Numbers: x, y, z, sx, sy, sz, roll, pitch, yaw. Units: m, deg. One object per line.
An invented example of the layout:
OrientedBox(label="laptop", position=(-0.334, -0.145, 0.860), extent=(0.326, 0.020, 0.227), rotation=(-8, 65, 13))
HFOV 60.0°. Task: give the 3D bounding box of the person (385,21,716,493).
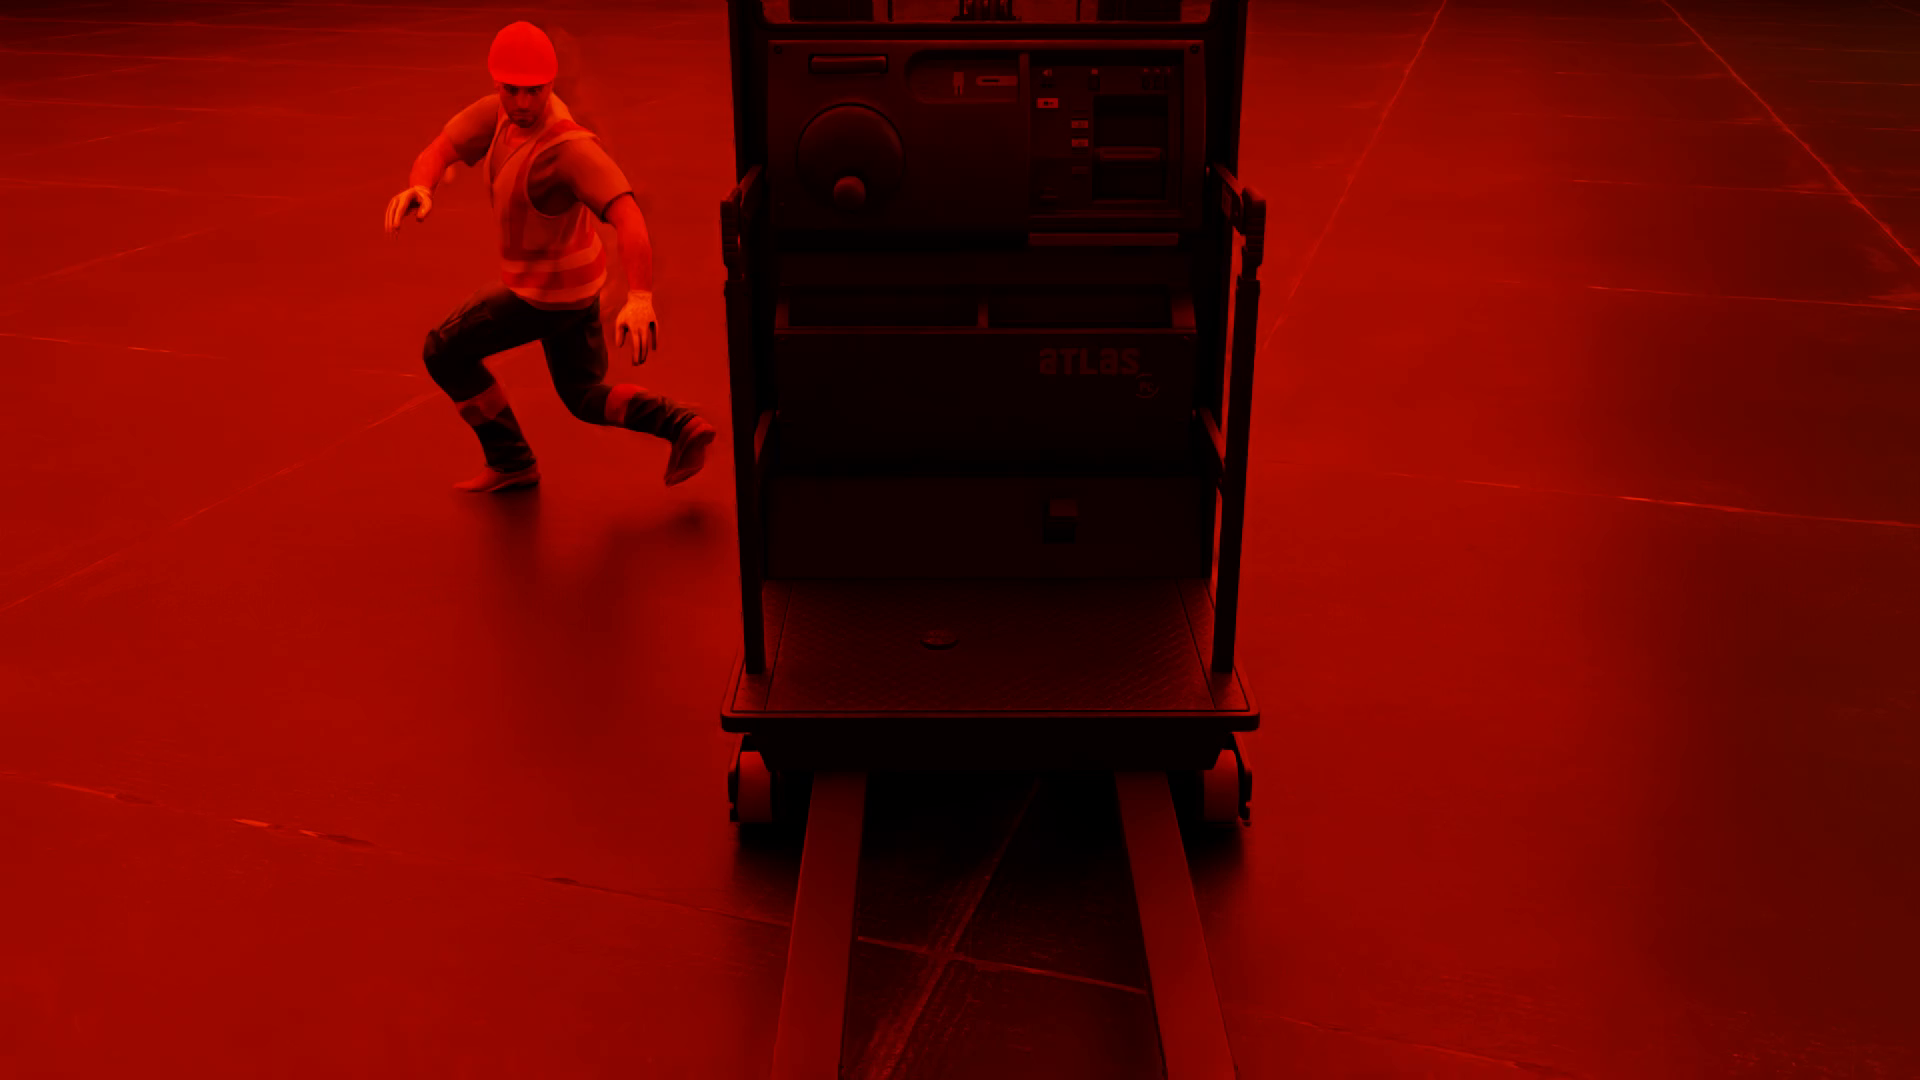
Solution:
OrientedBox(label="person", position=(-1.258, -0.814, 5.168), extent=(0.953, 1.540, 0.685), rotation=(0, 22, 0))

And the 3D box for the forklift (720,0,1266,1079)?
OrientedBox(label="forklift", position=(0.059, -0.853, 3.345), extent=(1.130, 2.935, 3.031), rotation=(0, 22, 0))
